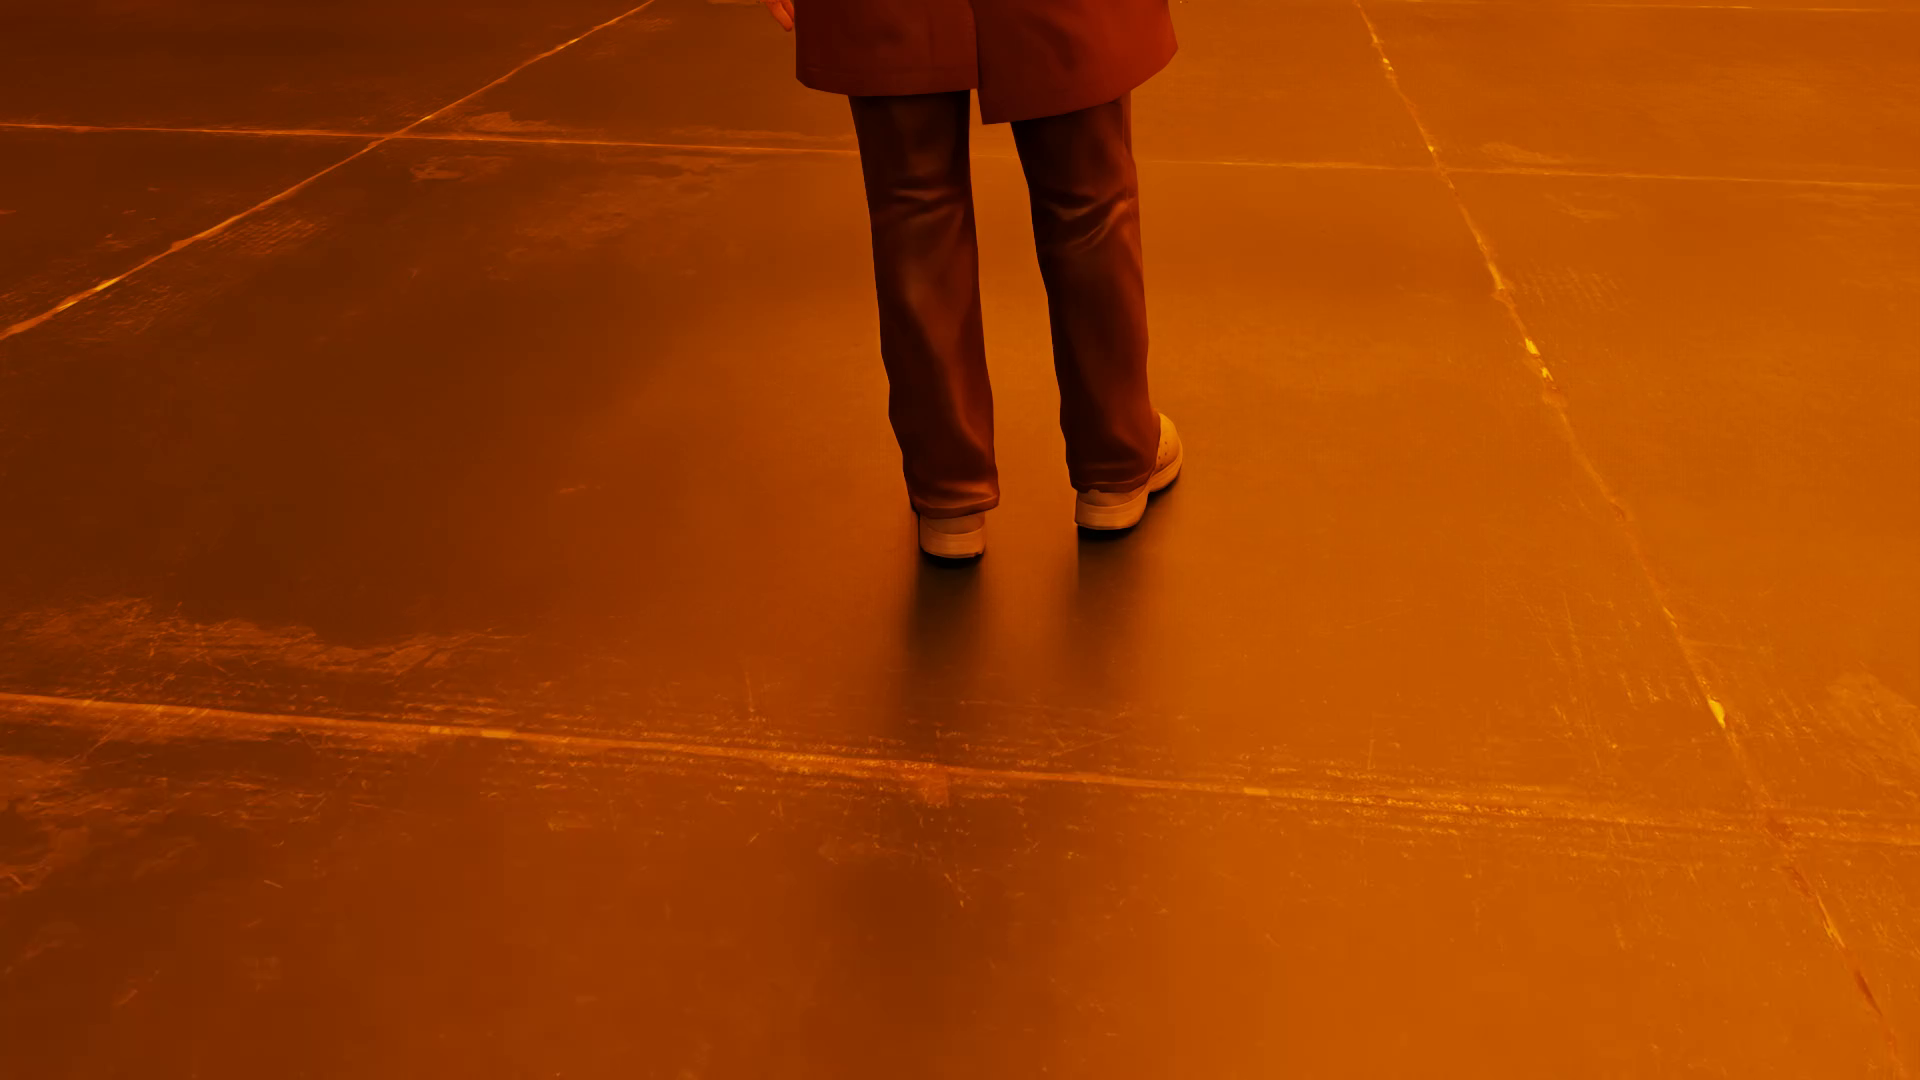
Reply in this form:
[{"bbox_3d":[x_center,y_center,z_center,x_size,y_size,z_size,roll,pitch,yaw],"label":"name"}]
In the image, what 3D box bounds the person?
[{"bbox_3d":[0.017,-0.842,2.180,0.696,1.776,0.582,3,27,7],"label":"person"}]
